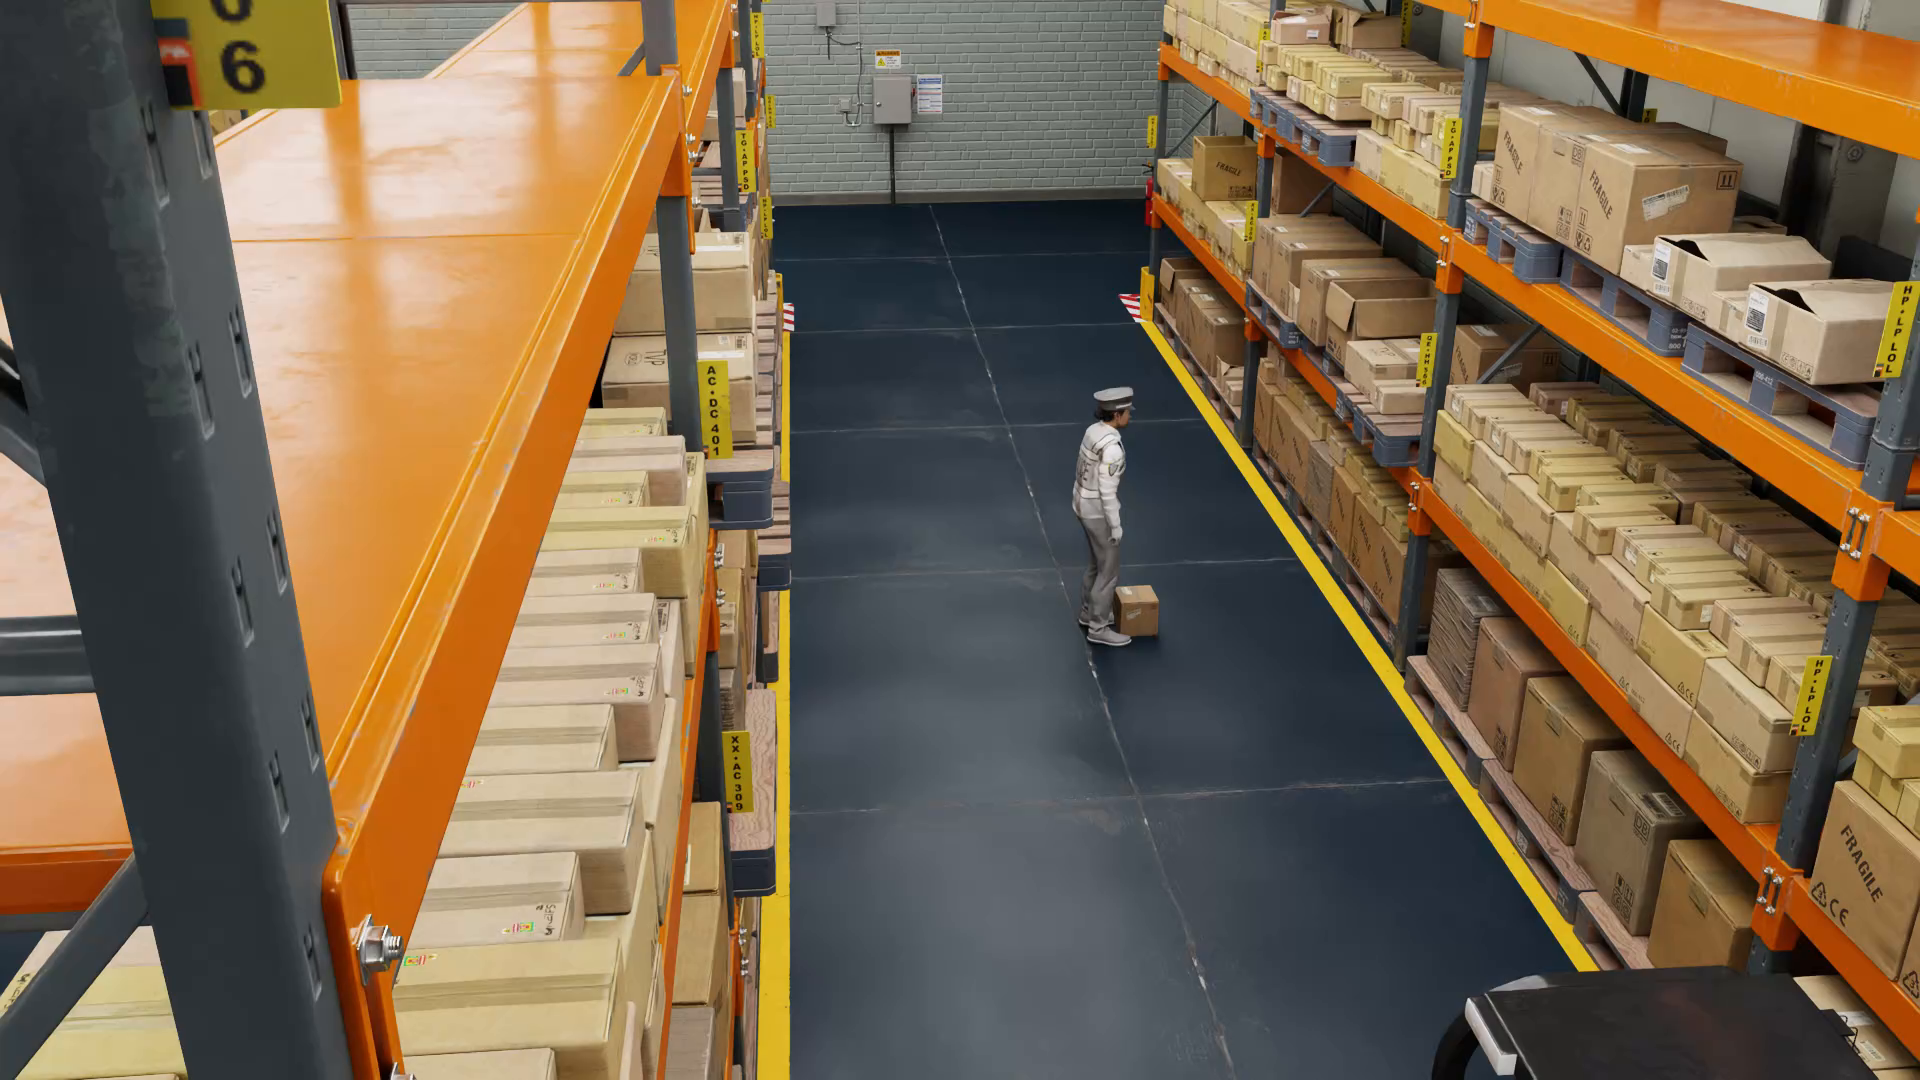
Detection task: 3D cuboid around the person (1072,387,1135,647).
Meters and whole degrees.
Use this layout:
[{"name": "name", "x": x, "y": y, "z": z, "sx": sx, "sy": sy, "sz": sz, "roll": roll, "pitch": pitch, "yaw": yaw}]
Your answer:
[{"name": "person", "x": 0.918, "y": -0.166, "z": 10.676, "sx": 0.375, "sy": 1.662, "sz": 0.542, "roll": -4, "pitch": 24, "yaw": -8}]
